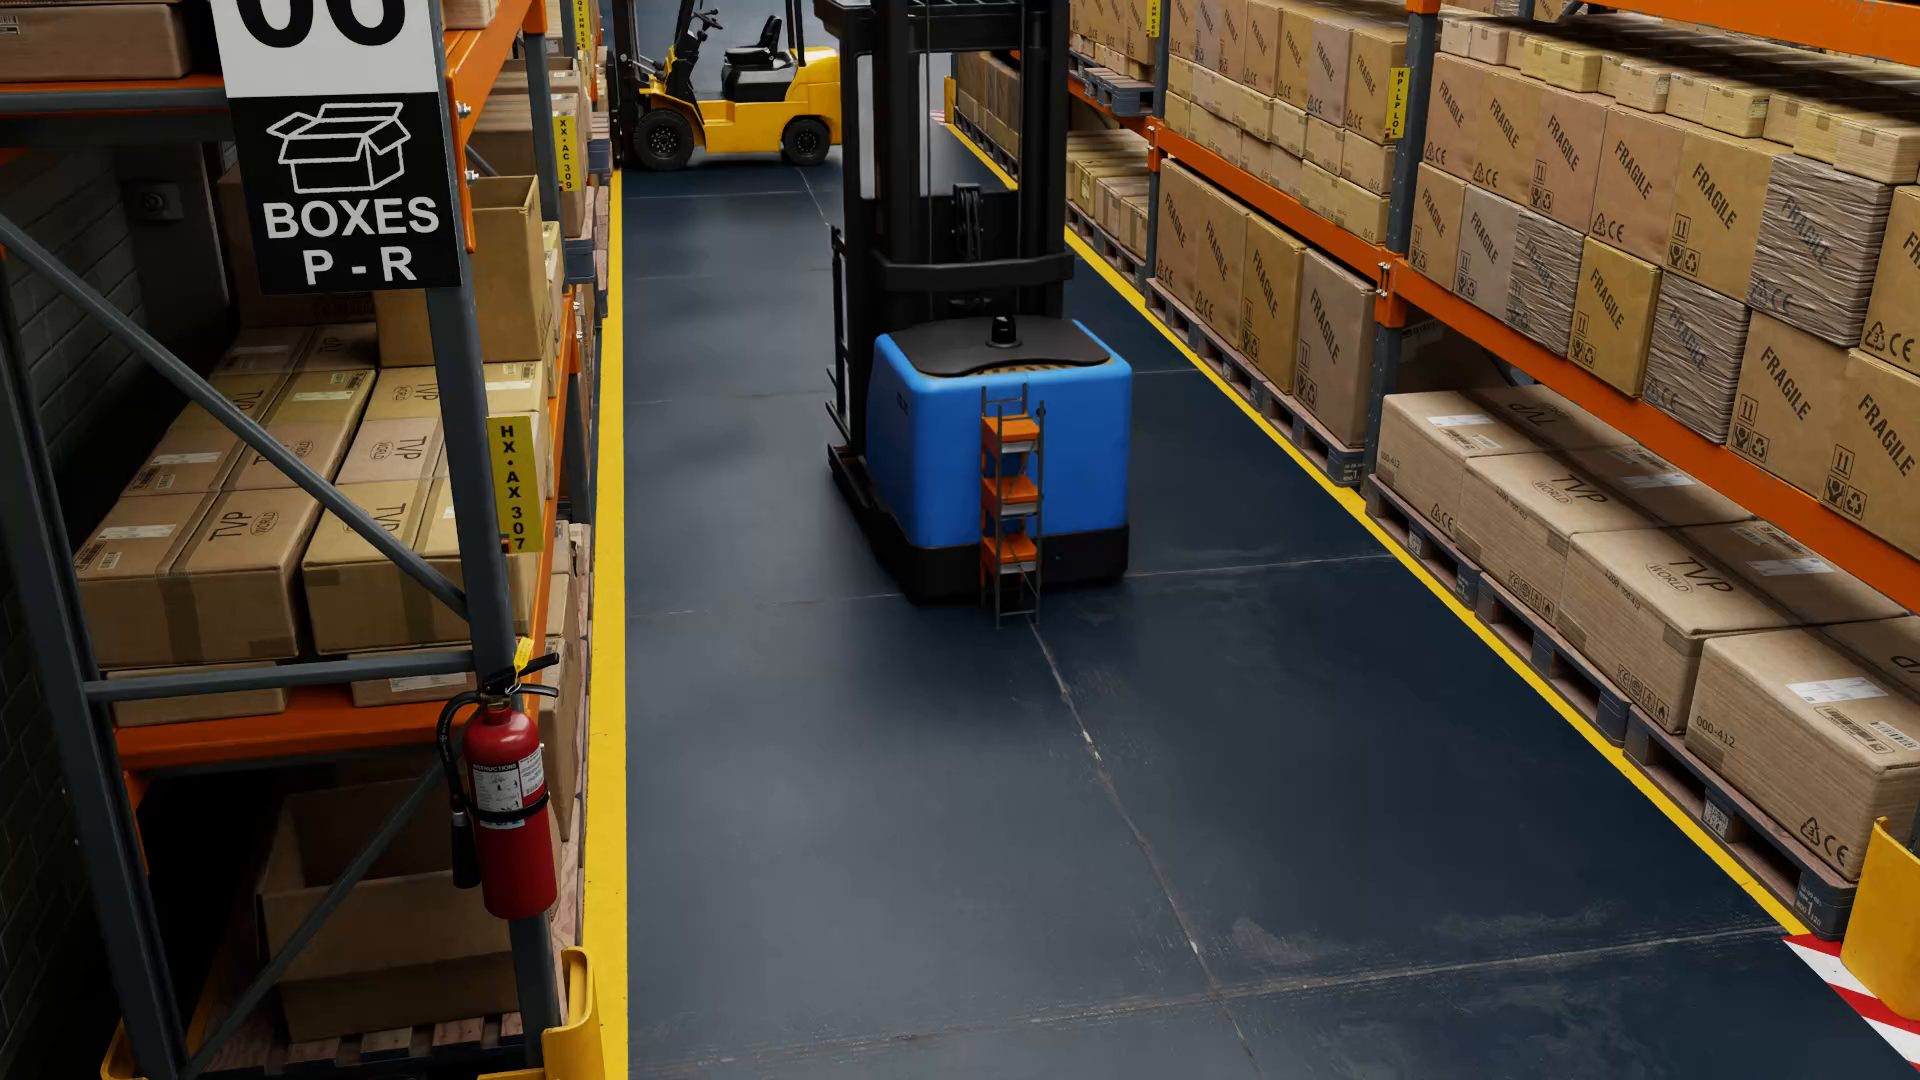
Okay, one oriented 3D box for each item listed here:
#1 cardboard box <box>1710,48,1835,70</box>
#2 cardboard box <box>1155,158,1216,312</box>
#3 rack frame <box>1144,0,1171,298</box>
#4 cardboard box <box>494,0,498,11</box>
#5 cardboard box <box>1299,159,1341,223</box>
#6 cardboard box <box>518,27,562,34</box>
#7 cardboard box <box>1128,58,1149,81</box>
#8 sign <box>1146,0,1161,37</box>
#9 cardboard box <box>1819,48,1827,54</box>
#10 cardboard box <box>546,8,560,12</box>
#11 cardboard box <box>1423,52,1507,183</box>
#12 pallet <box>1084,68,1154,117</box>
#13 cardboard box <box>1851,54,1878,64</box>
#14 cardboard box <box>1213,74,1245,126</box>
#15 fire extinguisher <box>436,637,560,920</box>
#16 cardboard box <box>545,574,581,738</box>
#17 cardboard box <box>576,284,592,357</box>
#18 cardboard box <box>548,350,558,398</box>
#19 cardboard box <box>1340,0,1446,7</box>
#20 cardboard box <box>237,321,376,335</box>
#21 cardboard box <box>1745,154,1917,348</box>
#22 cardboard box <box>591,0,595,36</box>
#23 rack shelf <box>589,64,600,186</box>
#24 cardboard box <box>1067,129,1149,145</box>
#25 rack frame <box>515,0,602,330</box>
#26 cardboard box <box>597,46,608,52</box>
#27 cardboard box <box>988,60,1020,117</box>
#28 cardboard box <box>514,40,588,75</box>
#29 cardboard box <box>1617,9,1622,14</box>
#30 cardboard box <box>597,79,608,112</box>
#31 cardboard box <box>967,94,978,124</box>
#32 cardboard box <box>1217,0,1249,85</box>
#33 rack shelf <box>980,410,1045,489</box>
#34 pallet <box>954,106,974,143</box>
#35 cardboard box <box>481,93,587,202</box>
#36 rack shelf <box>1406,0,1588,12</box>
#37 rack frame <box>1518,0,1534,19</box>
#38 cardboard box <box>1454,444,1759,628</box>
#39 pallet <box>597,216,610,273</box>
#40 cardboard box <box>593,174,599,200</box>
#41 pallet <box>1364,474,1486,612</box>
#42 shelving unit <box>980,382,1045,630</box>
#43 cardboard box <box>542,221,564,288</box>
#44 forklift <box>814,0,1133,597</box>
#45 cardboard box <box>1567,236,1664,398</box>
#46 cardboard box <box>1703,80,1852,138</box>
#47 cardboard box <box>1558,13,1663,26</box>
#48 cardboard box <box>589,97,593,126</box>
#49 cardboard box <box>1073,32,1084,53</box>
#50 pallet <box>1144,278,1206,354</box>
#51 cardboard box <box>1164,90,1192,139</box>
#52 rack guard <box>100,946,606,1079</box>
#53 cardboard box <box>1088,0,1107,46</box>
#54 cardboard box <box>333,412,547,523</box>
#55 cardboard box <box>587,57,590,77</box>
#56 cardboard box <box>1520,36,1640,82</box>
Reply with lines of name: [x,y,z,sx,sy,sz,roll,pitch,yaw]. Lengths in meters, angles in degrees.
cardboard box: [3.158,-1.822,6.490,0.380,0.149,0.250,-5,24,-11]
cardboard box: [1.920,-2.140,11.533,0.875,0.875,0.875,-5,24,-10]
rack frame: [1.874,-3.200,11.828,1.000,3.000,0.127,-4,24,-10]
cardboard box: [-1.460,-1.498,4.497,0.380,0.149,0.250,-4,24,-10]
cardboard box: [2.190,-1.916,9.076,0.500,0.250,0.500,-5,24,-10]
cardboard box: [-2.823,-3.426,11.411,0.380,0.149,0.250,-4,24,-9]
cardboard box: [1.462,-3.488,12.279,0.380,0.149,0.250,-4,24,-9]
sign: [1.343,-3.650,11.512,0.100,0.325,0.005,-4,24,-10]
cardboard box: [6.903,-3.848,13.188,0.500,0.500,0.500,-4,24,-9]
cardboard box: [-3.165,-3.923,12.549,0.380,0.149,0.250,-4,24,-10]
cardboard box: [2.464,-1.925,7.536,0.500,0.500,0.500,-4,24,-9]
pallet: [1.638,-3.384,12.490,1.213,0.211,1.003,-4,24,-10]
cardboard box: [6.665,-3.508,11.951,0.380,0.149,0.250,-3,24,-7]
cardboard box: [1.900,-2.742,10.343,0.500,0.250,0.500,-4,24,-10]
fire extinguisher: [-1.042,0.546,3.815,0.296,0.674,0.183,-4,24,-10]
cardboard box: [-1.663,0.467,6.031,0.500,0.500,0.500,-4,24,-9]
cardboard box: [-2.532,-1.324,10.132,0.500,0.500,0.500,-3,24,-7]
cardboard box: [-1.718,-0.631,6.260,0.380,0.149,0.250,-5,24,-11]
cardboard box: [2.502,-2.923,9.821,0.500,0.500,0.500,-5,24,-11]
cardboard box: [-2.244,-0.710,5.944,0.500,0.250,0.500,-4,24,-9]
cardboard box: [2.905,-0.932,5.263,0.500,0.500,0.500,-4,24,-10]
cardboard box: [-3.776,-5.046,15.932,0.500,0.500,0.500,-5,24,-10]
rack shelf: [-3.373,-3.288,12.929,1.077,0.370,4.000,-4,24,-10]
cardboard box: [1.234,-3.555,15.400,0.950,0.372,0.625,-4,24,-9]
rack frame: [-3.003,-2.831,10.984,1.000,3.000,0.127,-4,24,-10]
cardboard box: [-4.091,-5.210,18.093,0.500,0.250,0.500,-4,24,-8]
cardboard box: [0.570,-4.662,17.151,0.500,0.500,0.500,-3,24,-7]
cardboard box: [-3.015,-3.588,12.280,0.500,0.250,0.500,-5,24,-11]
cardboard box: [5.997,-4.603,14.916,0.500,0.500,0.500,-4,24,-10]
cardboard box: [-3.608,-4.210,15.803,0.500,0.250,0.500,-4,24,-10]
cardboard box: [0.359,-4.740,18.265,0.500,0.250,0.500,-3,24,-8]
cardboard box: [1.907,-3.092,10.209,0.500,0.500,0.500,-4,24,-8]
rack shelf: [0.224,-0.392,7.153,0.215,0.259,0.240,-6,24,-14]
pallet: [0.525,-4.716,18.785,1.003,0.211,1.213,-4,24,-10]
cardboard box: [-2.229,-1.906,8.217,0.700,0.500,0.500,-4,24,-9]
rack shelf: [2.244,-3.458,9.570,1.077,0.370,4.000,-4,24,-10]
rack frame: [5.981,-5.179,16.360,1.000,3.000,0.127,-4,24,-10]
cardboard box: [2.791,-0.037,7.265,0.875,0.438,0.875,-5,24,-11]
pallet: [-3.339,-2.358,13.386,1.003,0.211,1.213,-4,24,-10]
cardboard box: [-3.635,-3.304,14.509,0.875,0.625,0.625,-3,24,-7]
pallet: [2.678,-0.043,8.086,1.003,0.211,1.213,-4,24,-10]
shelving unit: [0.224,-0.141,7.262,0.215,1.050,0.252,-6,24,-14]
cardboard box: [-1.930,-1.143,6.934,0.500,0.250,0.500,-4,24,-8]
forklift: [-0.090,-1.651,8.369,1.130,2.935,3.031,-6,24,-14]
cardboard box: [2.713,-0.871,6.372,0.500,0.500,0.500,-4,24,-8]
cardboard box: [2.801,-1.478,5.702,0.380,0.149,0.250,-4,24,-8]
cardboard box: [2.984,-2.330,7.652,0.380,0.149,0.250,-5,24,-11]
cardboard box: [-2.505,-2.678,10.423,0.380,0.149,0.250,-4,24,-9]
cardboard box: [1.140,-4.095,13.667,0.380,0.149,0.250,-3,24,-8]
pallet: [1.946,-1.606,11.663,1.003,0.211,1.213,-4,24,-10]
cardboard box: [1.718,-2.920,11.375,0.500,0.250,0.500,-5,24,-11]
rack guard: [-1.538,1.432,4.347,1.175,0.500,0.348,-4,24,-10]
cardboard box: [1.316,-4.133,12.945,0.500,0.500,0.500,-6,24,-13]
cardboard box: [-1.436,-0.148,4.657,0.500,0.250,0.500,-4,24,-9]
cardboard box: [-3.232,-3.762,13.302,0.500,0.250,0.500,-4,24,-9]
cardboard box: [2.555,-1.985,6.862,0.380,0.149,0.250,-4,24,-10]
